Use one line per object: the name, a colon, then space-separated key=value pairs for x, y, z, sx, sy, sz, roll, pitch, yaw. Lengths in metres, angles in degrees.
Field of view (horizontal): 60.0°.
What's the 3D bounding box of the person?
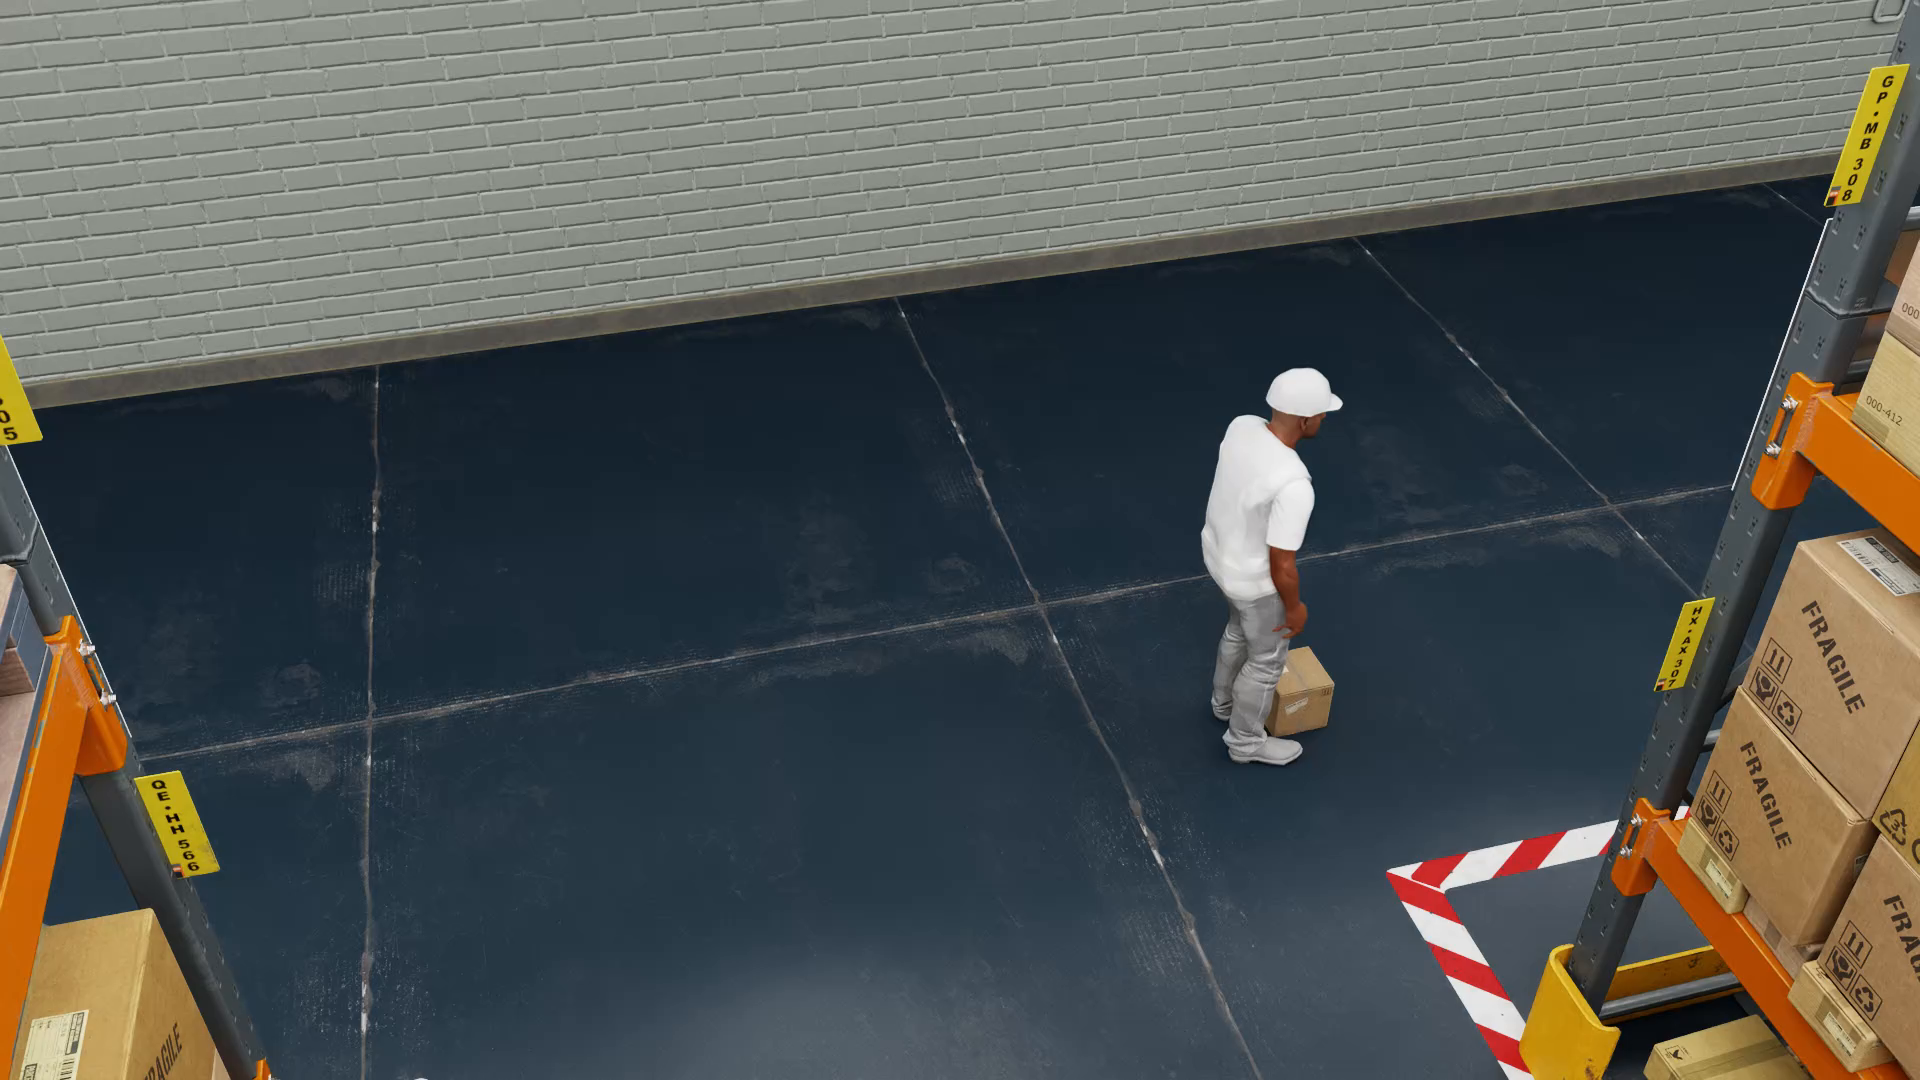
person: x=1.195 y=0.101 z=6.570 sx=0.457 sy=1.761 sz=0.628 roll=-9 pitch=39 yaw=-12
